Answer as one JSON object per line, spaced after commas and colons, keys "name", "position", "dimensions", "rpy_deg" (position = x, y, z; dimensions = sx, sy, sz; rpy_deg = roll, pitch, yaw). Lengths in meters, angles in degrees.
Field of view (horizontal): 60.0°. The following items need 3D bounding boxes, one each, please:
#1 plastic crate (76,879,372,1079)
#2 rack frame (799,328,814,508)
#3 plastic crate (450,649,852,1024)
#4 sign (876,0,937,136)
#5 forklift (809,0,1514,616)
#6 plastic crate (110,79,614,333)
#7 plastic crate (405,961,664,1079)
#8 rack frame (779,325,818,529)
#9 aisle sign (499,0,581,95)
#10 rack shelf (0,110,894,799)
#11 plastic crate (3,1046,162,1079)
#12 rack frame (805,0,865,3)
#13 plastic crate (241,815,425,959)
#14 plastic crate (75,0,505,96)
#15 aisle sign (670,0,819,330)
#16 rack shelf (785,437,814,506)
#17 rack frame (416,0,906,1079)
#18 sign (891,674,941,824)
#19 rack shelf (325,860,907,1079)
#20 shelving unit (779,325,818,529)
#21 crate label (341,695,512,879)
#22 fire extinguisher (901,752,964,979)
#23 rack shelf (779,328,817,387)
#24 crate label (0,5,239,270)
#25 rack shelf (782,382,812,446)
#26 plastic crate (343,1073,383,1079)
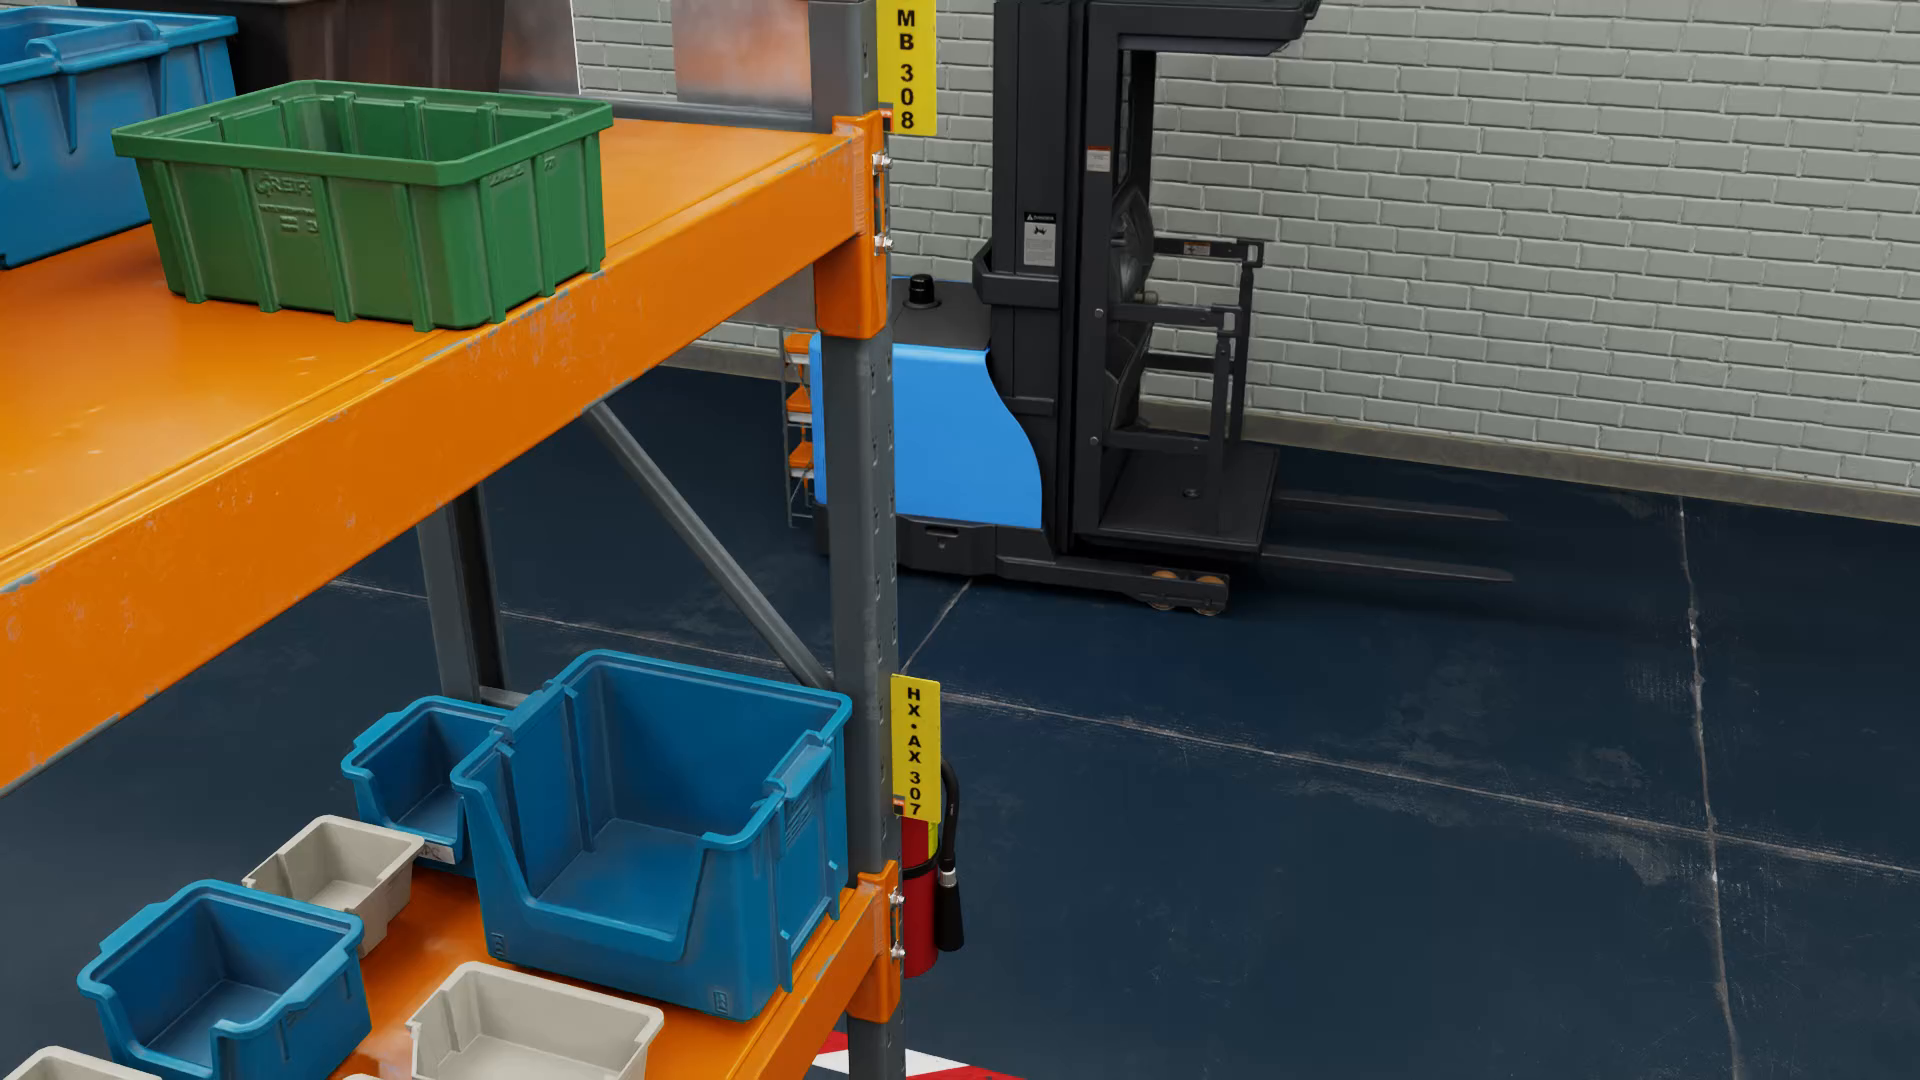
{"name": "plastic crate", "position": [-1.222, 0.786, 2.809], "dimensions": [0.416, 0.233, 0.300], "rpy_deg": [9, 27, 17]}
{"name": "rack frame", "position": [-0.653, -0.623, 7.831], "dimensions": [0.200, 1.050, 0.008], "rpy_deg": [6, 27, 13]}
{"name": "plastic crate", "position": [-0.546, 0.535, 3.094], "dimensions": [0.616, 0.435, 0.499], "rpy_deg": [9, 27, 17]}
{"name": "sign", "position": [-0.086, -0.817, 2.673], "dimensions": [0.100, 0.325, 0.005], "rpy_deg": [9, 27, 17]}
{"name": "forklift", "position": [0.912, -1.254, 6.976], "dimensions": [3.031, 2.935, 1.130], "rpy_deg": [6, 27, 13]}
{"name": "plastic crate", "position": [-0.669, -0.395, 1.925], "dimensions": [0.450, 0.188, 0.336], "rpy_deg": [9, 27, 17]}
{"name": "plastic crate", "position": [-0.711, 0.866, 2.753], "dimensions": [0.396, 0.136, 0.243], "rpy_deg": [9, 27, 17]}
{"name": "rack frame", "position": [-0.713, -0.520, 7.618], "dimensions": [0.200, 1.050, 0.008], "rpy_deg": [6, 27, 13]}
{"name": "aisle sign", "position": [-0.867, -0.830, 3.038], "dimensions": [0.394, 0.787, 0.004], "rpy_deg": [9, 27, 17]}
{"name": "rack shelf", "position": [-1.276, 0.209, 1.261], "dimensions": [1.077, 0.370, 4.000], "rpy_deg": [9, 27, 17]}
{"name": "plastic crate", "position": [-1.414, 0.957, 2.565], "dimensions": [0.250, 0.136, 0.298], "rpy_deg": [9, 27, 17]}
{"name": "rack frame", "position": [-0.610, -2.287, 2.148], "dimensions": [1.000, 3.000, 0.127], "rpy_deg": [9, 27, 17]}
{"name": "plastic crate", "position": [-1.188, 0.678, 3.141], "dimensions": [0.250, 0.136, 0.298], "rpy_deg": [9, 27, 17]}
{"name": "plastic crate", "position": [-1.001, -0.760, 2.586], "dimensions": [0.497, 0.269, 0.590], "rpy_deg": [9, 27, 17]}
{"name": "aisle sign", "position": [-0.310, -0.744, 2.862], "dimensions": [0.394, 0.787, 0.004], "rpy_deg": [9, 27, 17]}
{"name": "rack shelf", "position": [-0.682, -0.311, 7.850], "dimensions": [0.215, 0.259, 0.240], "rpy_deg": [6, 27, 13]}
{"name": "rack frame", "position": [-0.610, 0.413, 3.455], "dimensions": [1.000, 3.000, 0.127], "rpy_deg": [9, 27, 17]}
{"name": "sign", "position": [-0.086, 0.413, 3.268], "dimensions": [0.100, 0.325, 0.005], "rpy_deg": [9, 27, 17]}
{"name": "rack shelf", "position": [-1.276, 1.559, 1.914], "dimensions": [1.077, 0.370, 4.000], "rpy_deg": [9, 27, 17]}
{"name": "shelving unit", "position": [-0.683, -0.571, 7.725], "dimensions": [0.215, 1.050, 0.252], "rpy_deg": [6, 27, 13]}
{"name": "crate label", "position": [-1.003, 0.515, 3.367], "dimensions": [0.416, 0.233, 0.303], "rpy_deg": [9, 27, 17]}
{"name": "fire extinguisher", "position": [-0.132, 0.620, 3.545], "dimensions": [0.296, 0.674, 0.183], "rpy_deg": [9, 27, 17]}
{"name": "rack shelf", "position": [-0.683, -0.817, 7.606], "dimensions": [0.215, 0.259, 0.240], "rpy_deg": [6, 27, 13]}
{"name": "crate label", "position": [-1.222, -0.538, 2.147], "dimensions": [0.408, 0.251, 0.502], "rpy_deg": [9, 27, 17]}
{"name": "rack shelf", "position": [-0.683, -0.562, 7.729], "dimensions": [0.215, 0.259, 0.240], "rpy_deg": [6, 27, 13]}
{"name": "plastic crate", "position": [-0.821, 0.983, 2.511], "dimensions": [0.396, 0.136, 0.243], "rpy_deg": [9, 27, 17]}
